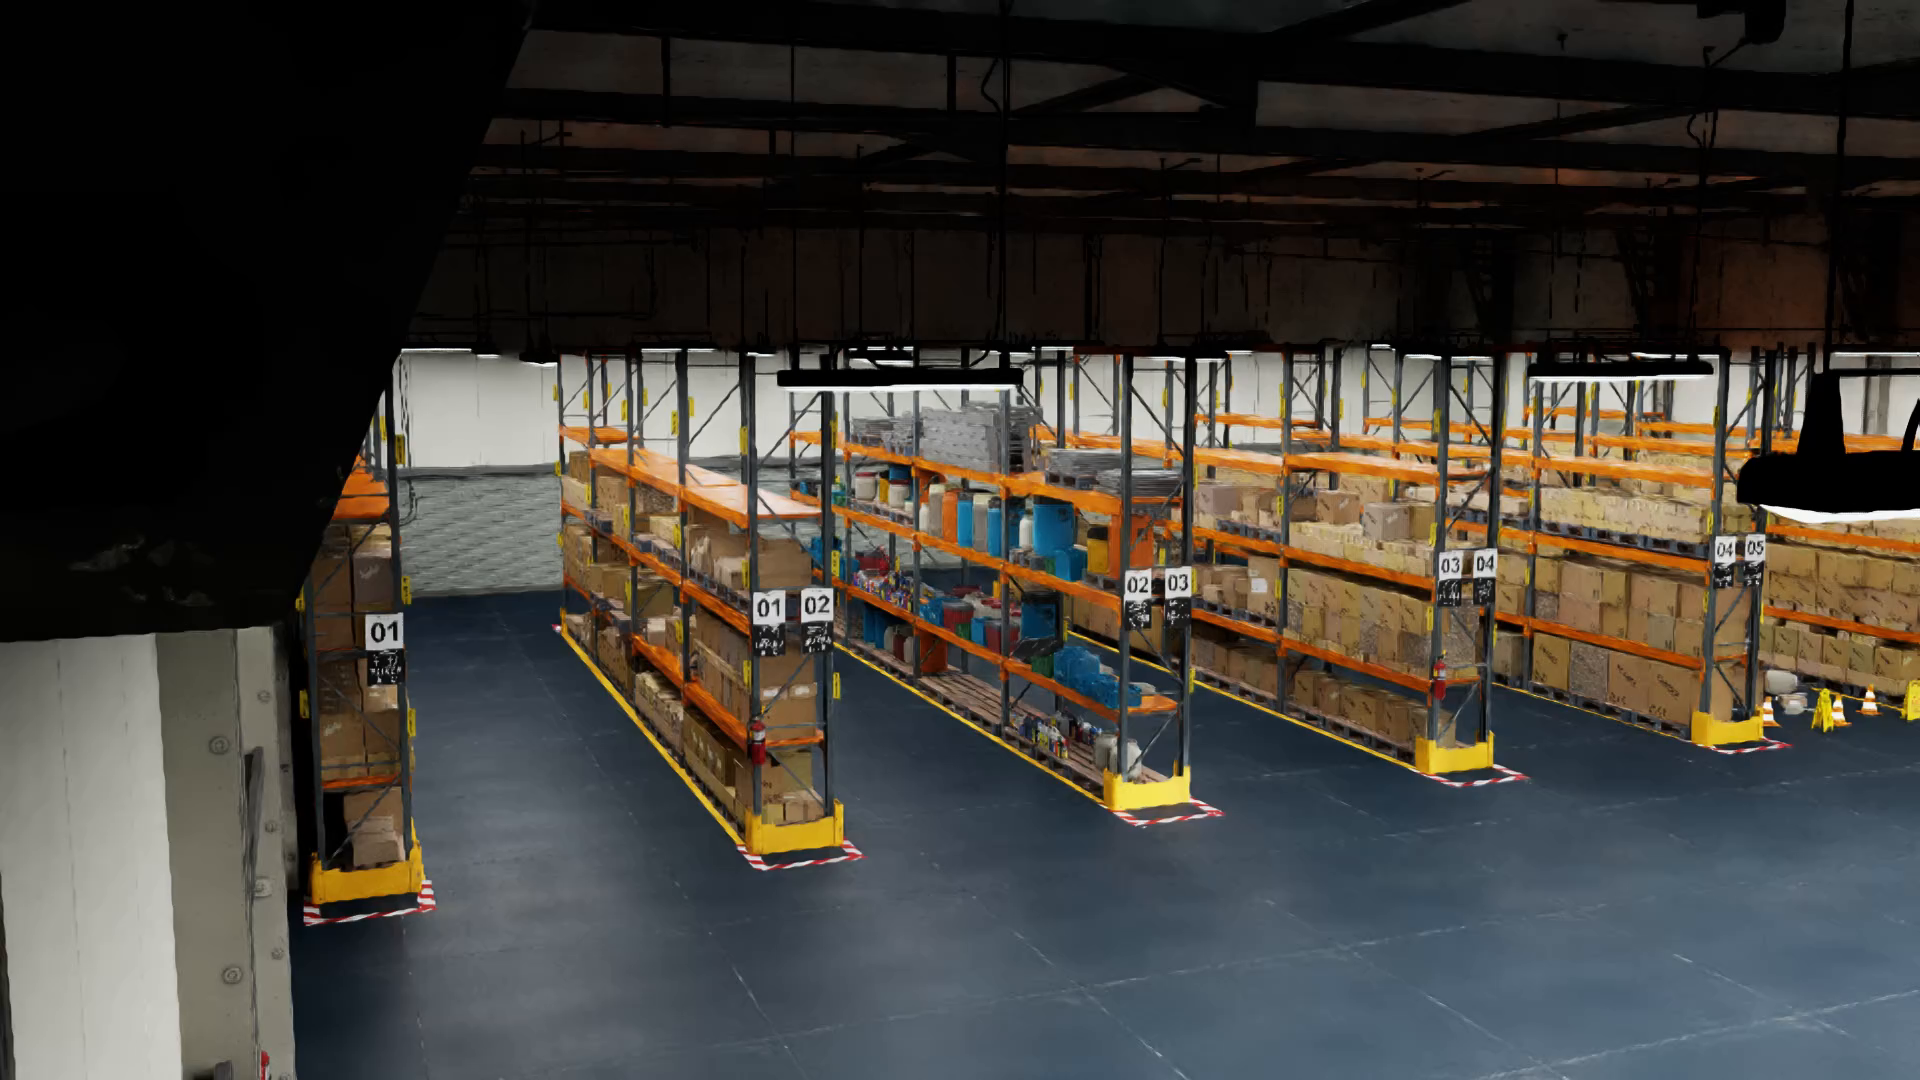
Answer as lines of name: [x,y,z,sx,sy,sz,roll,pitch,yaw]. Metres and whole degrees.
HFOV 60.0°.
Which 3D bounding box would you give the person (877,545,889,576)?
person: [-1.693,0.924,36.043,0.554,1.669,1.031,-3,8,-23]
